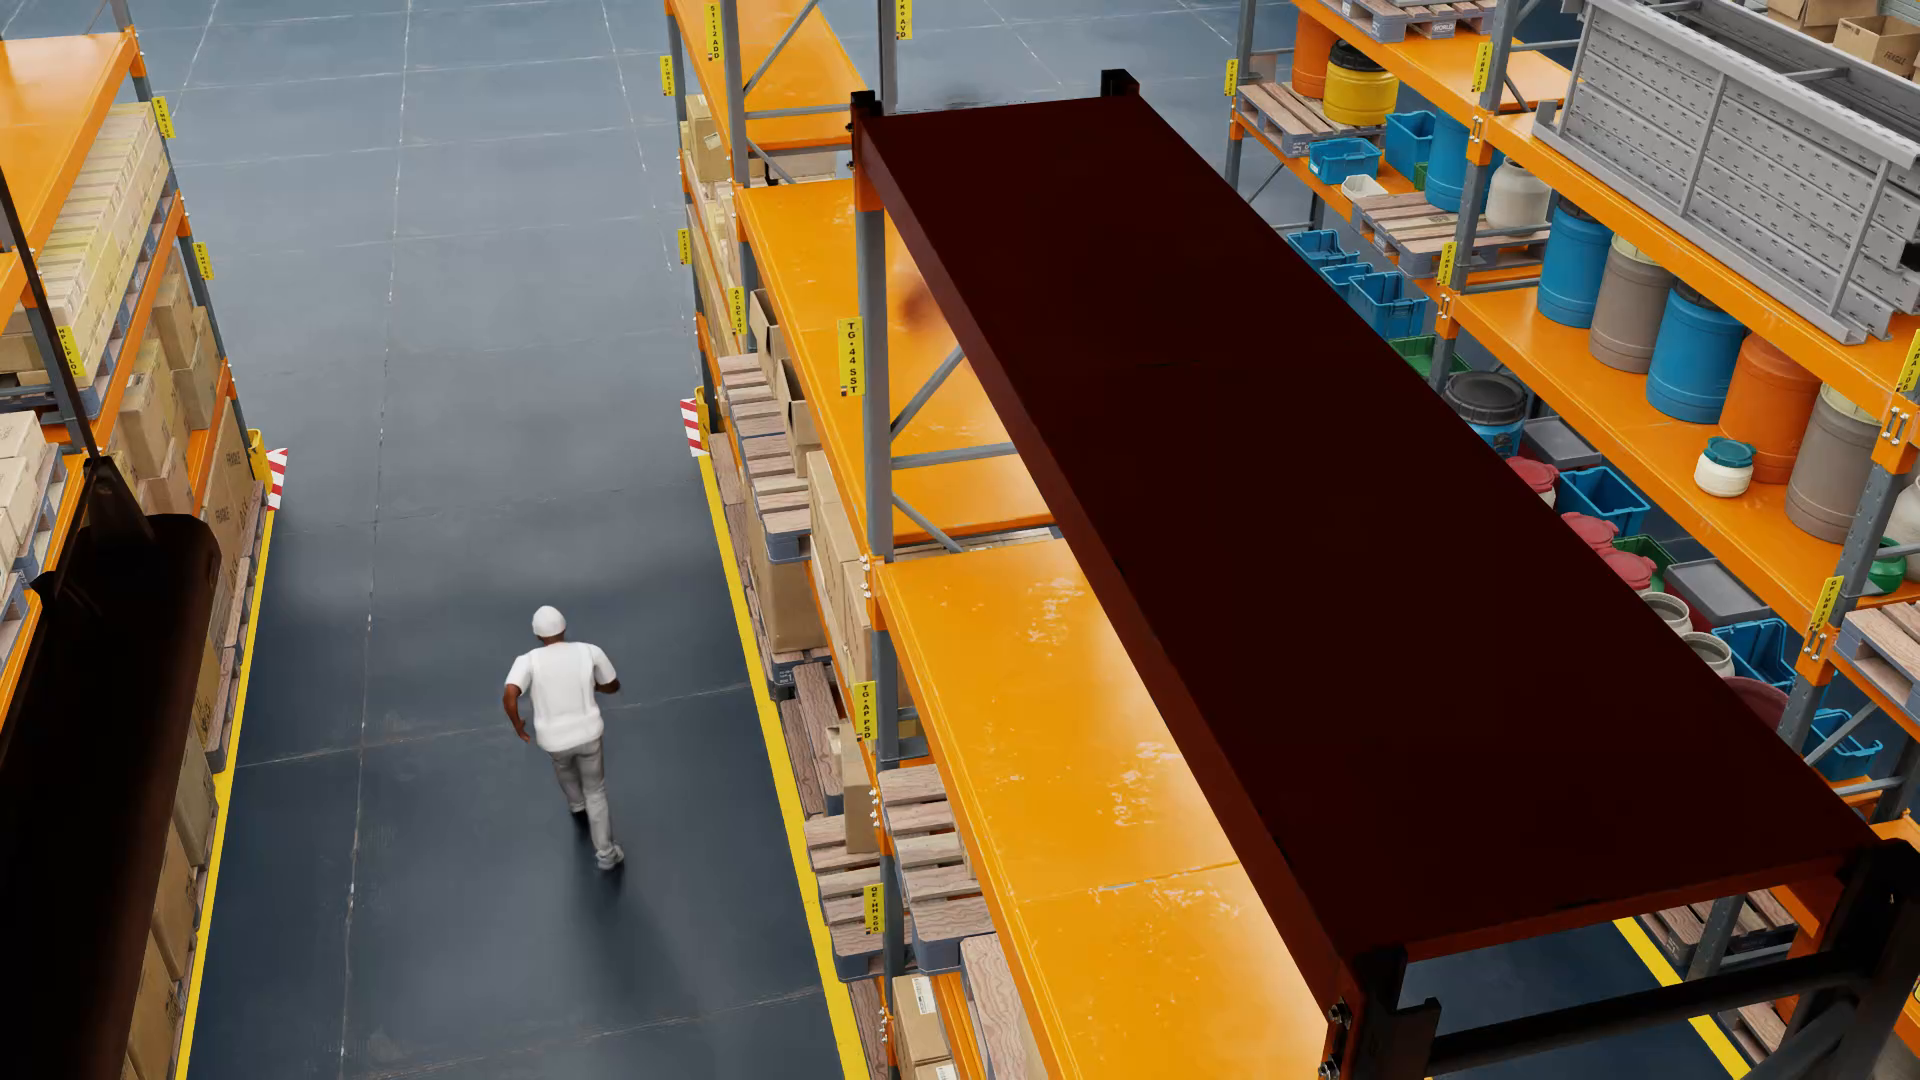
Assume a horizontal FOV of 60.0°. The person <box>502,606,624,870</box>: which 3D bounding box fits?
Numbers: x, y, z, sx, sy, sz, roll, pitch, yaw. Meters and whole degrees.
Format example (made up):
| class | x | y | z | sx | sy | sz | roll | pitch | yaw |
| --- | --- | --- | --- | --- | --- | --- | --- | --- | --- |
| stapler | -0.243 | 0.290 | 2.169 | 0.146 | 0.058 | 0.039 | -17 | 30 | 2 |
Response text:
| class | x | y | z | sx | sy | sz | roll | pitch | yaw |
| --- | --- | --- | --- | --- | --- | --- | --- | --- | --- |
| person | -2.484 | 1.333 | 10.721 | 0.731 | 1.717 | 1.043 | -14 | 37 | -19 |
